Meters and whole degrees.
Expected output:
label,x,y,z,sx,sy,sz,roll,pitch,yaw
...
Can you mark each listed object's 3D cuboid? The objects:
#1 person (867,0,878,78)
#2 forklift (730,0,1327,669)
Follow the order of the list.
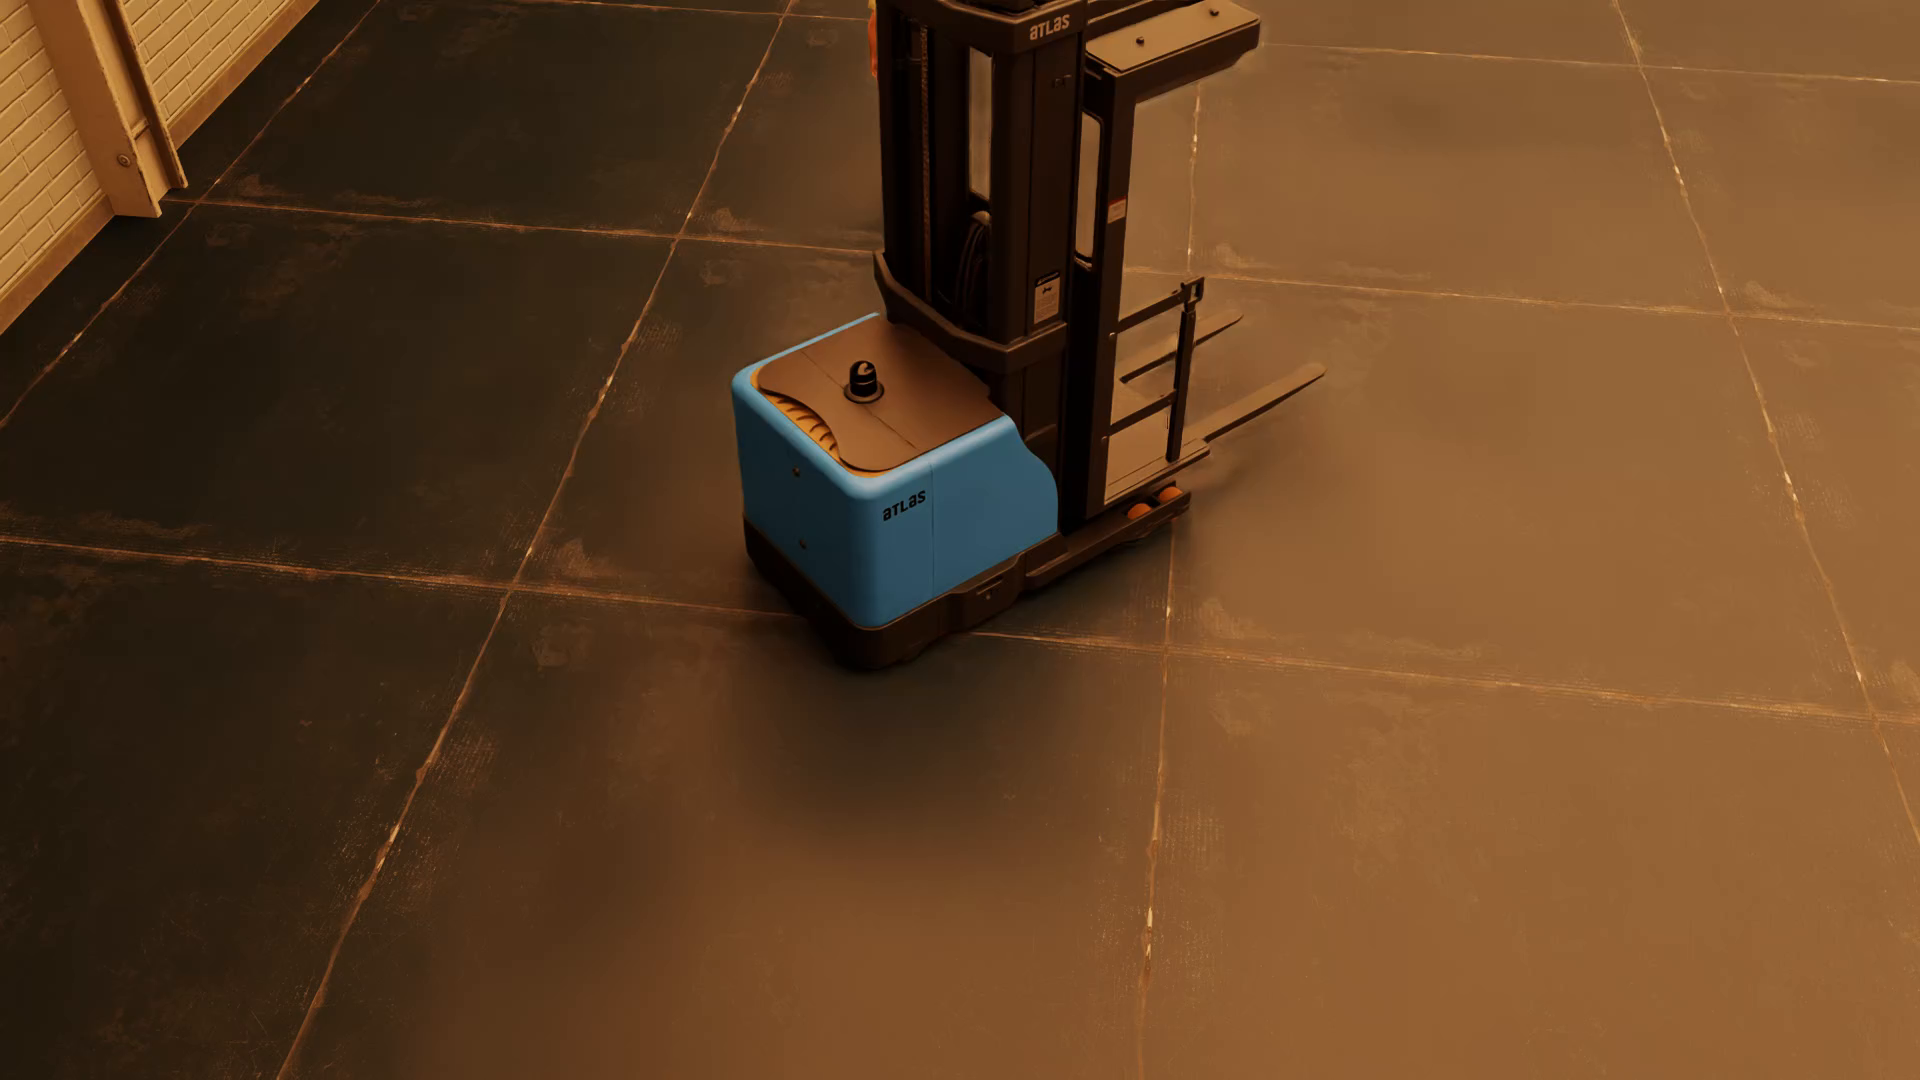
label,x,y,z,sx,sy,sz,roll,pitch,yaw
person,-0.286,-2.826,9.732,0.506,1.671,0.364,-4,43,-4
forklift,0.482,-1.347,7.190,3.031,2.935,1.130,-28,49,-27
